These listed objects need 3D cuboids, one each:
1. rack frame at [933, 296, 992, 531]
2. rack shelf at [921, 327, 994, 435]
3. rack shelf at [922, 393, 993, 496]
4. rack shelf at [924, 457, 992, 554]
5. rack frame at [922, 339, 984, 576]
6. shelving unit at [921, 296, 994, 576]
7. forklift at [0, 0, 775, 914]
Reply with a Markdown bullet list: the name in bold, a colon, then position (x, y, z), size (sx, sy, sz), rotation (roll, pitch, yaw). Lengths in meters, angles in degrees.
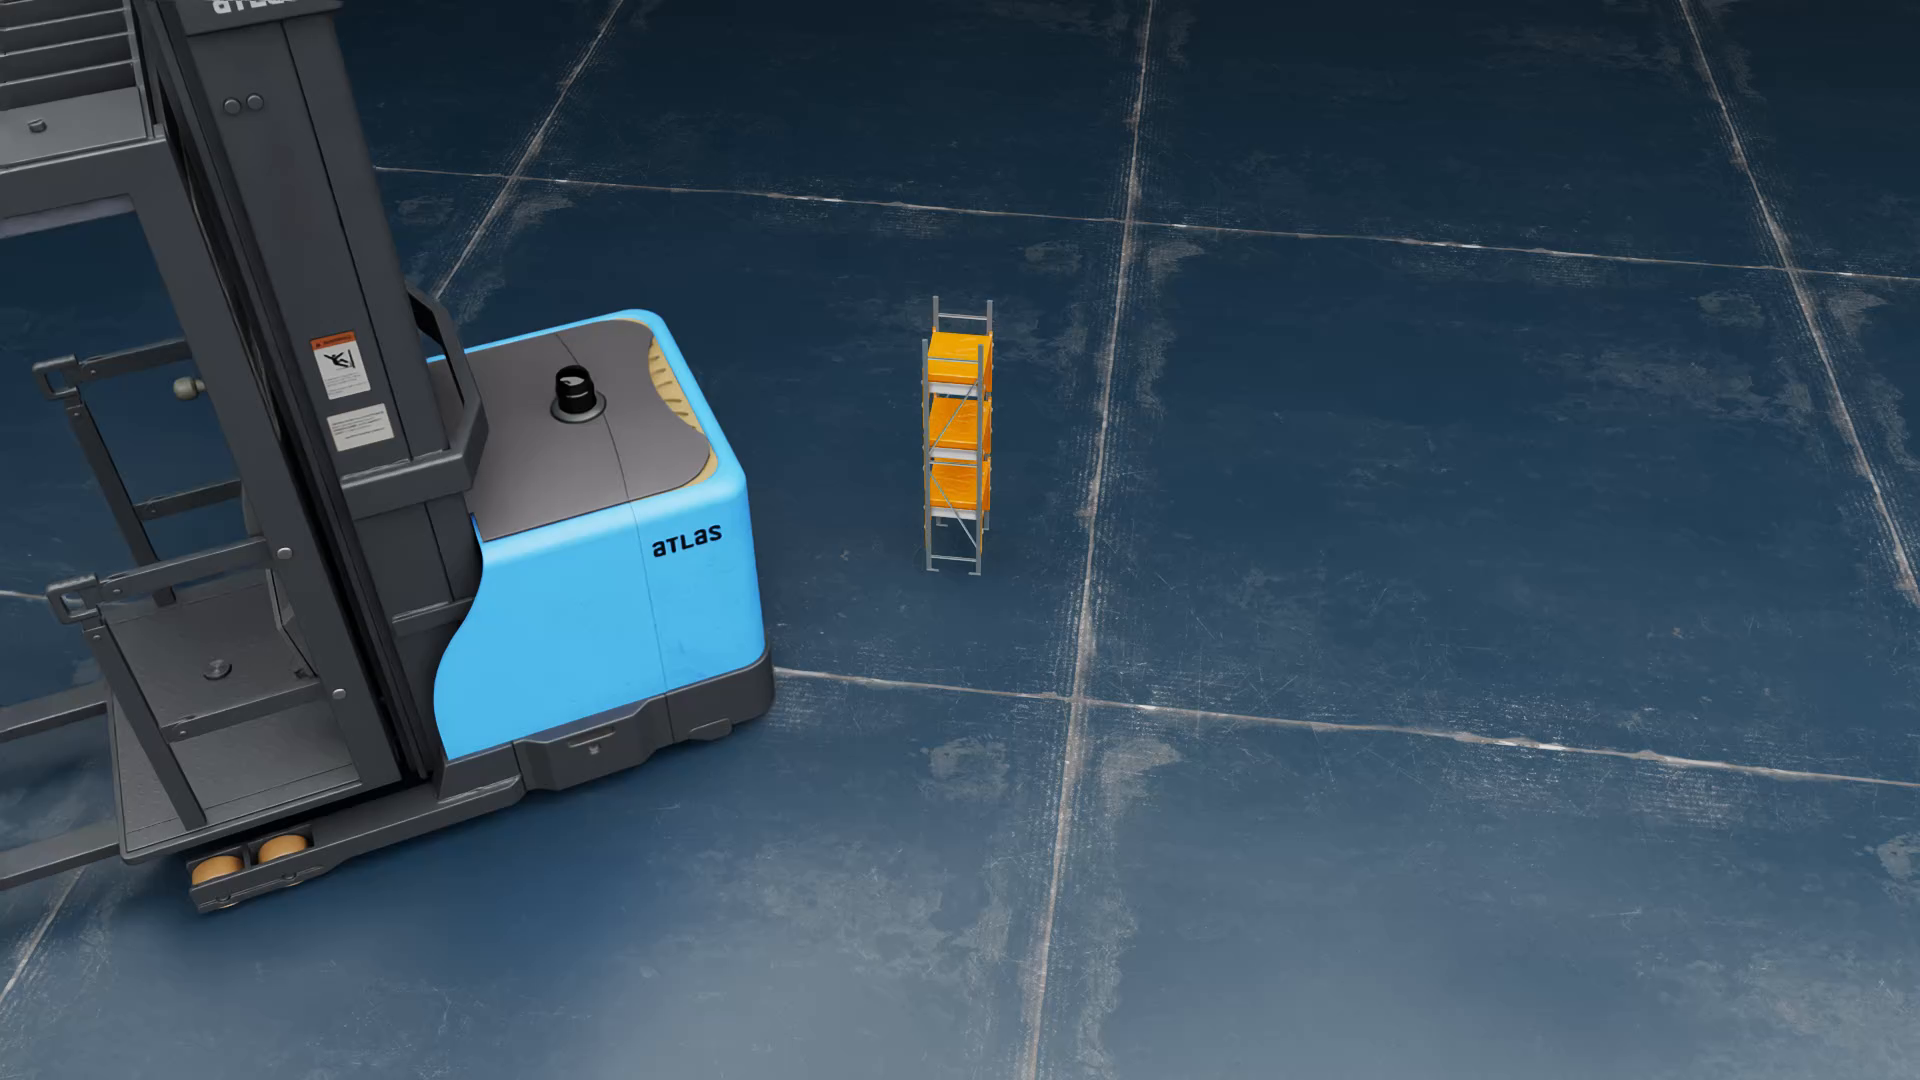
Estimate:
- **rack frame**: position (0.009, -0.428, 5.938), size (0.200, 1.050, 0.008), rotation (5, 44, 6)
- **rack shelf**: position (-0.007, -0.543, 5.663), size (0.215, 0.259, 0.240), rotation (5, 44, 6)
- **rack shelf**: position (-0.007, -0.337, 5.858), size (0.215, 0.259, 0.240), rotation (5, 44, 6)
- **rack shelf**: position (-0.007, -0.135, 6.049), size (0.215, 0.259, 0.240), rotation (5, 44, 6)
- **rack frame**: position (-0.023, -0.262, 5.763), size (0.200, 1.050, 0.008), rotation (5, 44, 6)
- **shelving unit**: position (-0.007, -0.345, 5.851), size (0.215, 1.050, 0.252), rotation (5, 44, 6)
- **forklift**: position (-2.185, -0.359, 4.498), size (3.031, 2.935, 1.130), rotation (-17, 46, -17)
